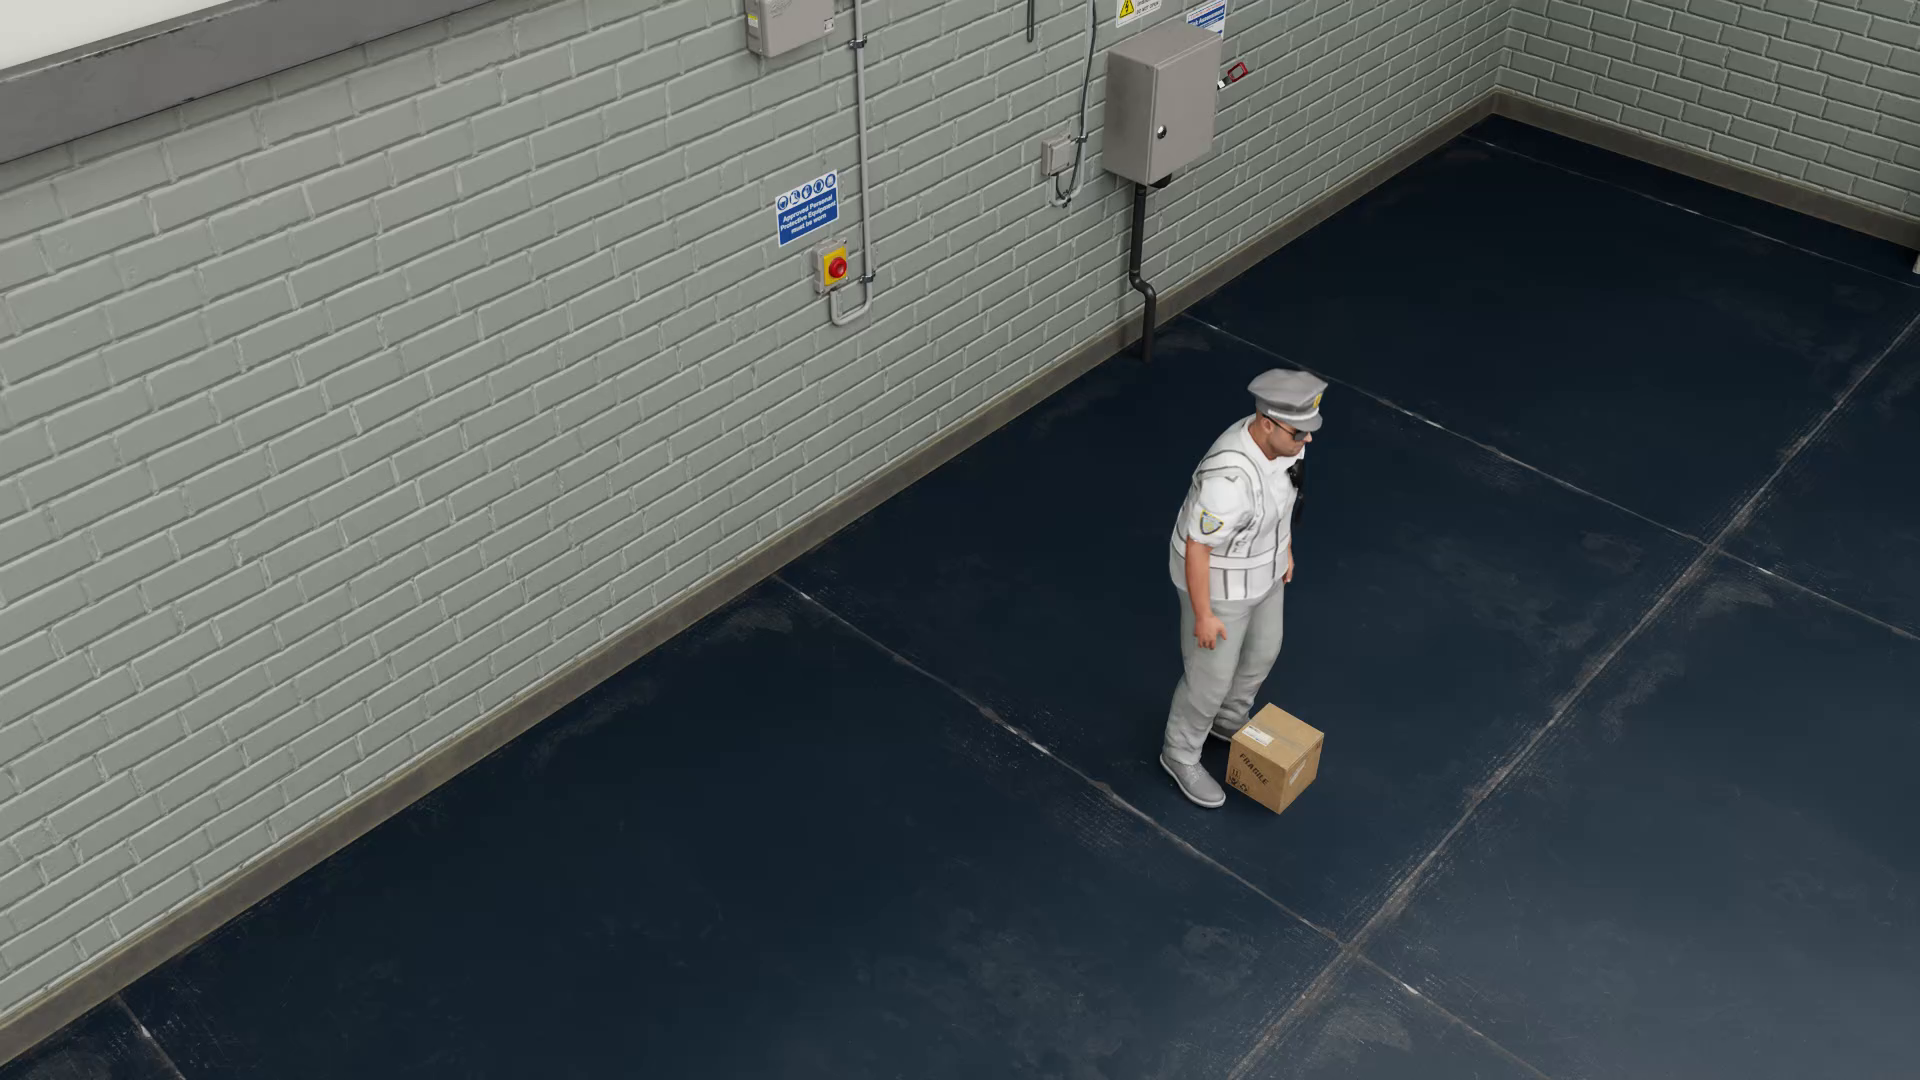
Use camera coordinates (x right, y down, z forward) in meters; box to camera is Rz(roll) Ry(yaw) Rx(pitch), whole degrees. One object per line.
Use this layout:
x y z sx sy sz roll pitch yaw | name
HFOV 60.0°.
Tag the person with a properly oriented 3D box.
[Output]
1.004 0.140 5.977 0.467 1.748 0.594 29 47 31 | person
